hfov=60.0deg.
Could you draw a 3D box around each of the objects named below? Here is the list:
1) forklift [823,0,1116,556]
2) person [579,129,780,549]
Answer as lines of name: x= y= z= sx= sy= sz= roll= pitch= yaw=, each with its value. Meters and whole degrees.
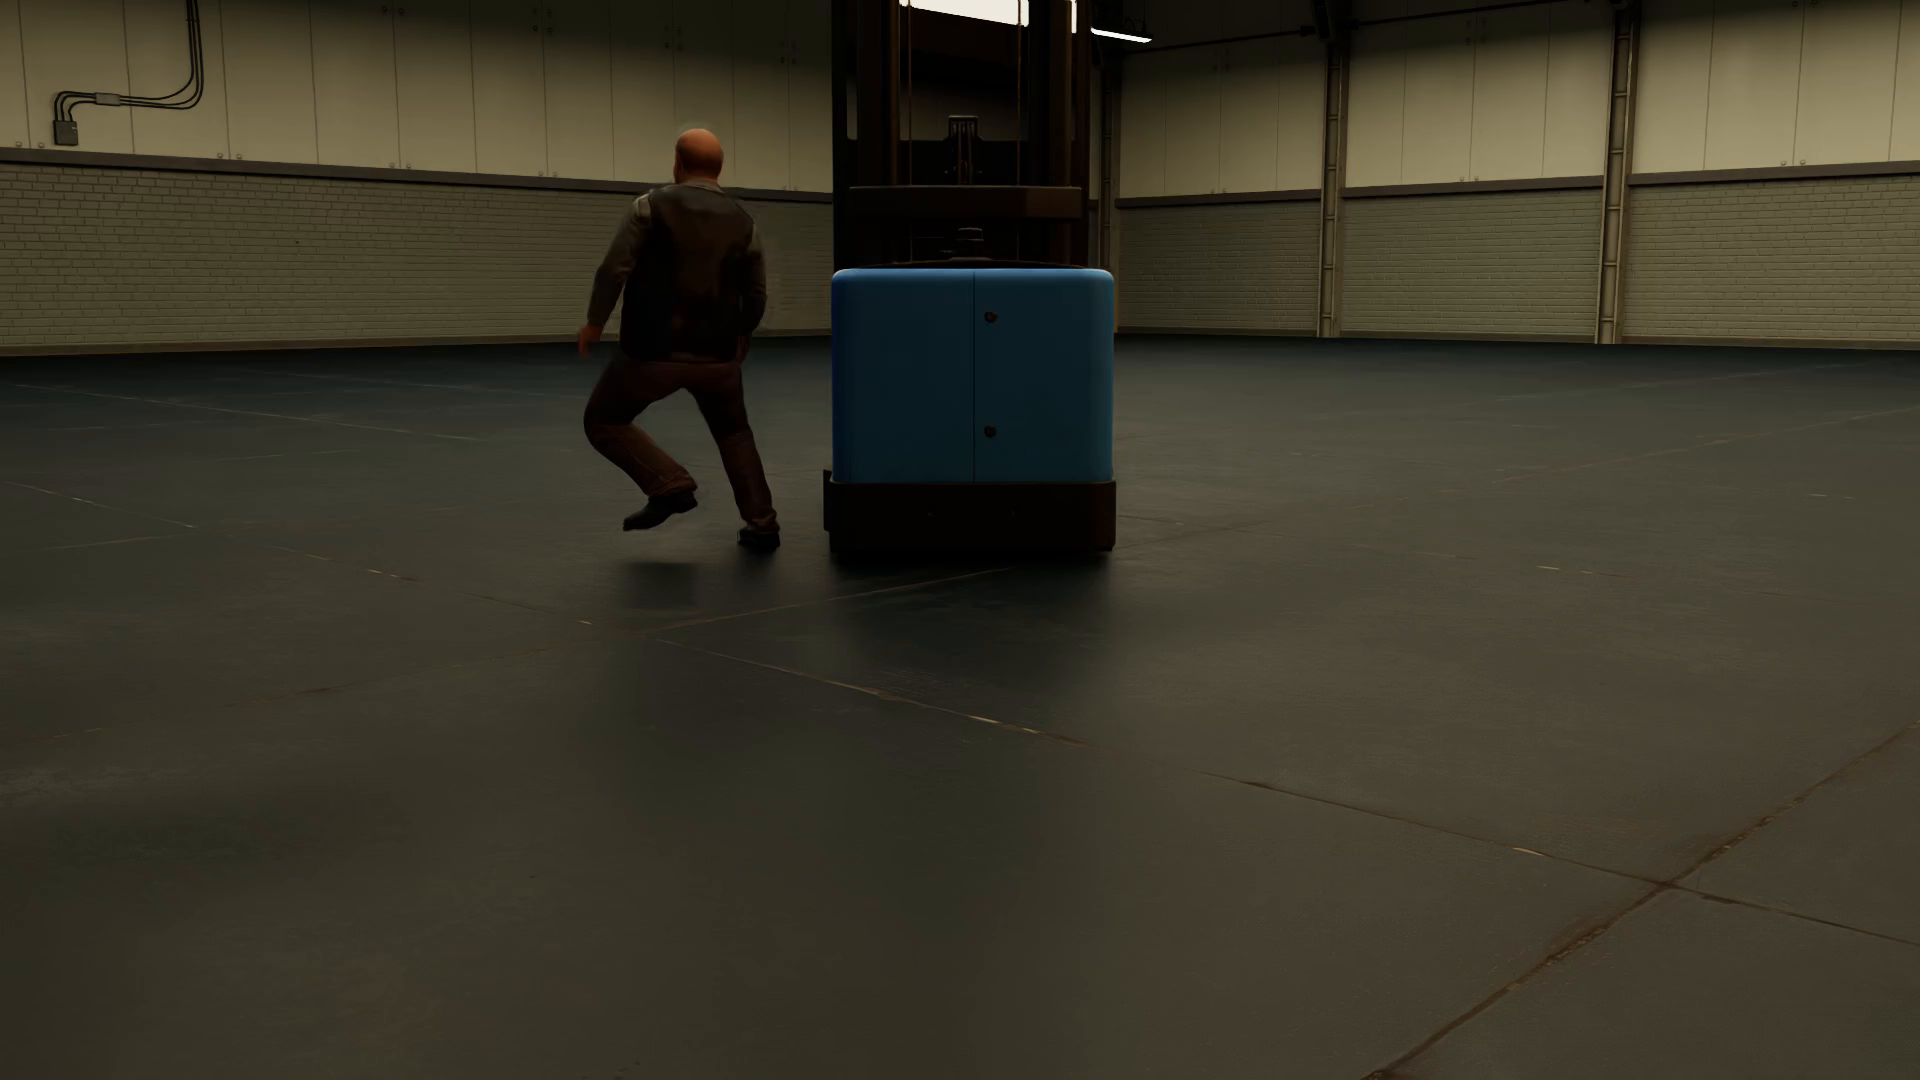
forklift: x=-0.006 y=-1.570 z=7.303 sx=1.130 sy=2.935 sz=3.031 roll=0 pitch=9 yaw=-2
person: x=-1.053 y=-0.740 z=6.304 sx=0.759 sy=1.586 sz=0.649 roll=-4 pitch=10 yaw=-26
